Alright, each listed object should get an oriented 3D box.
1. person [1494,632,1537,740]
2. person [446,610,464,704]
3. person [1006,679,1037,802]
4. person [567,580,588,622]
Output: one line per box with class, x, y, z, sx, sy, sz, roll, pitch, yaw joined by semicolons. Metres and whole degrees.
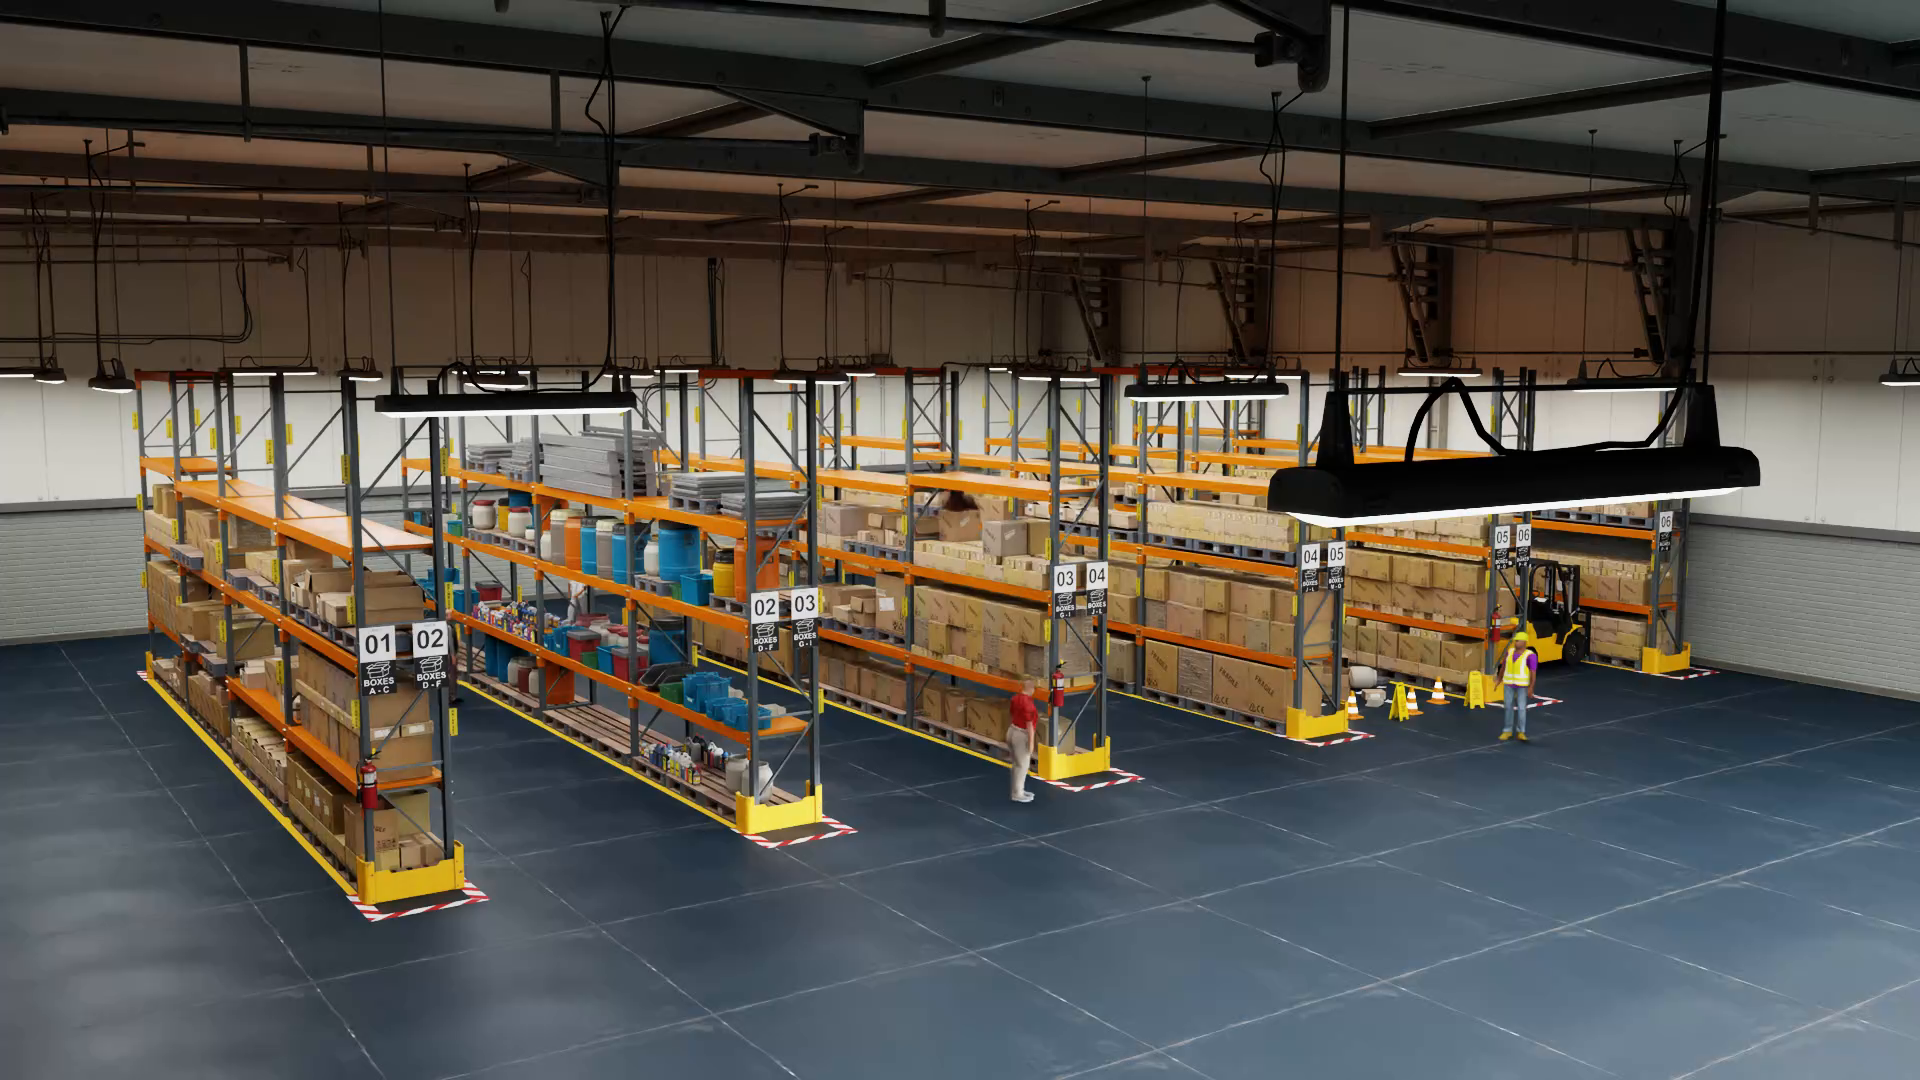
person;9.091;2.392;27.233;0.665;1.795;0.393;4;7;29
person;-9.208;2.081;29.988;0.424;1.724;0.591;-5;8;-38
person;0.881;2.829;23.542;0.392;1.735;0.569;-3;7;-24
person;-8.686;1.270;37.599;0.638;1.627;0.874;4;7;30
